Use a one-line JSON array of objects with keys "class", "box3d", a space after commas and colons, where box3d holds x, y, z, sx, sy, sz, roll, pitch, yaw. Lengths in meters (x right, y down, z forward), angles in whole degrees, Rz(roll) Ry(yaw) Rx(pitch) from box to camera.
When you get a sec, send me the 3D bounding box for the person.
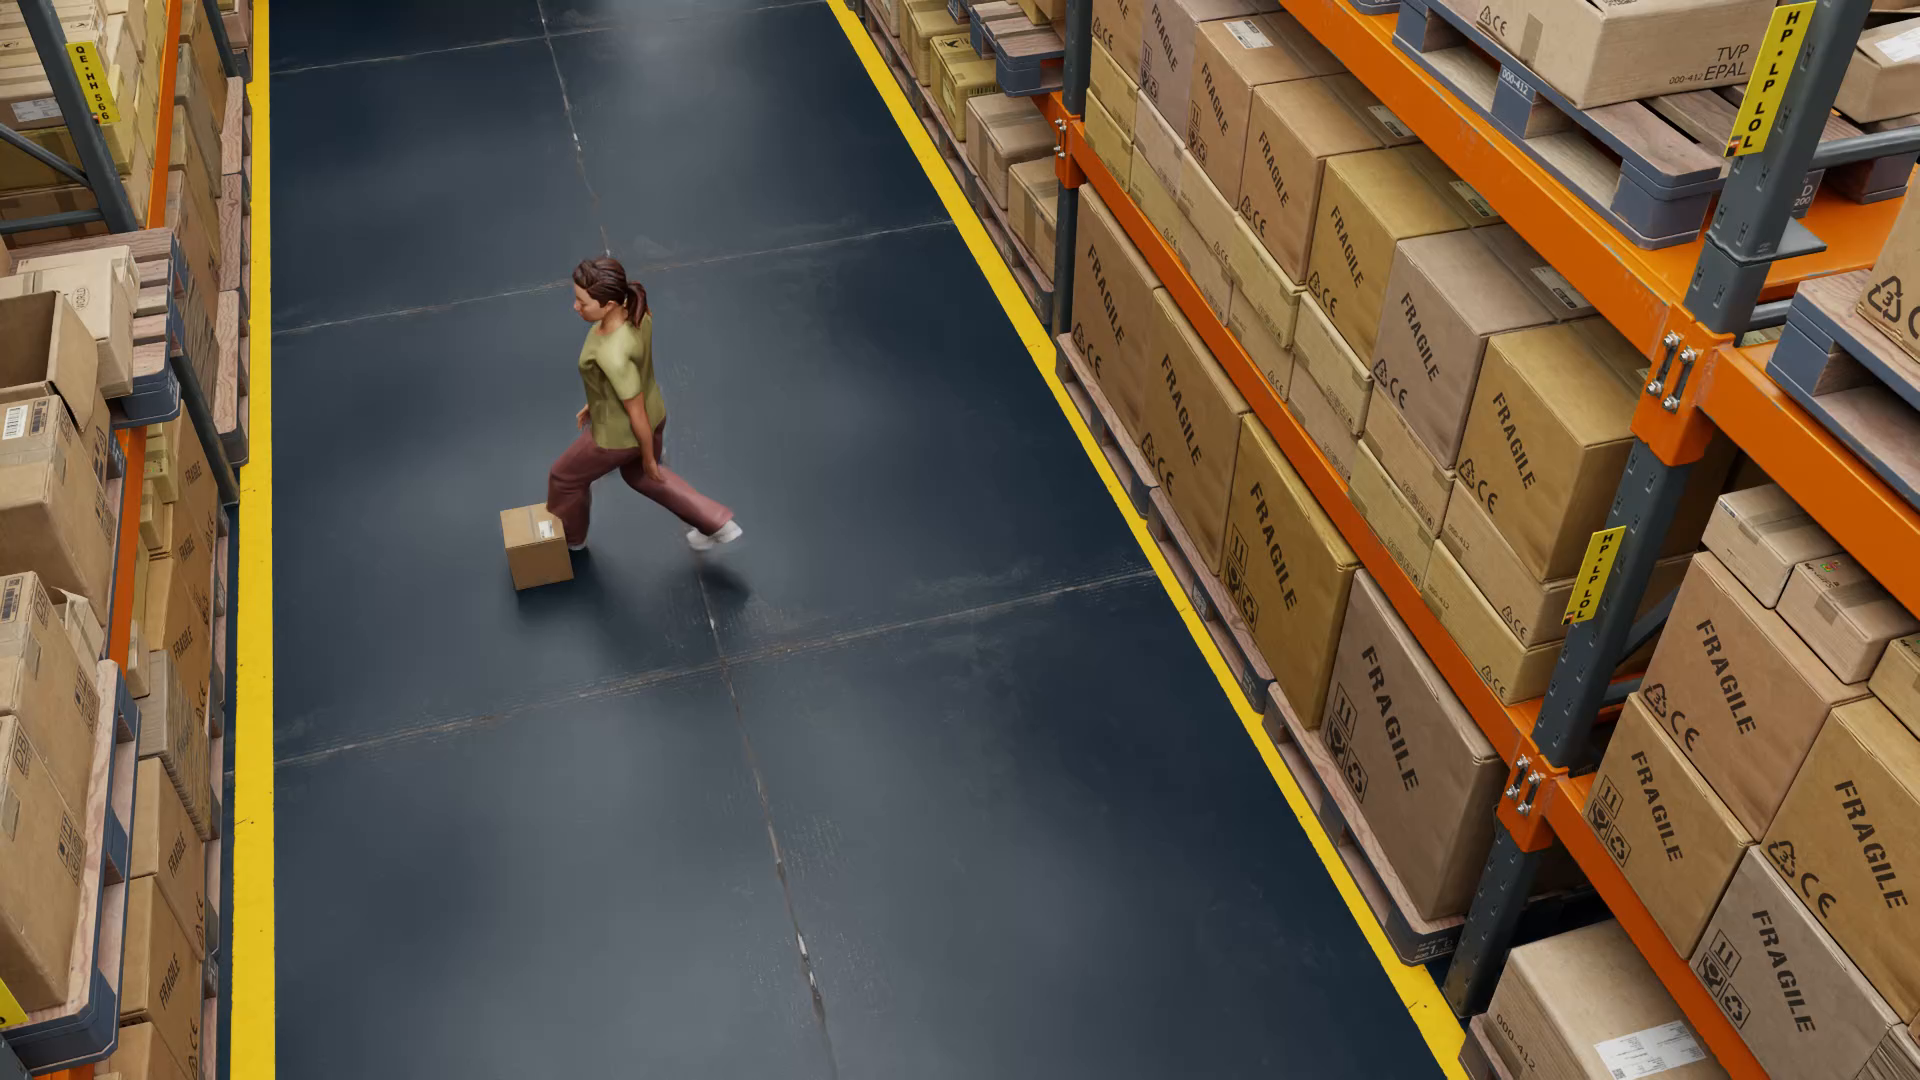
[{"class": "person", "box3d": [-1.447, -0.499, 6.781, 1.042, 1.572, 0.425, 10, 43, 10]}]
